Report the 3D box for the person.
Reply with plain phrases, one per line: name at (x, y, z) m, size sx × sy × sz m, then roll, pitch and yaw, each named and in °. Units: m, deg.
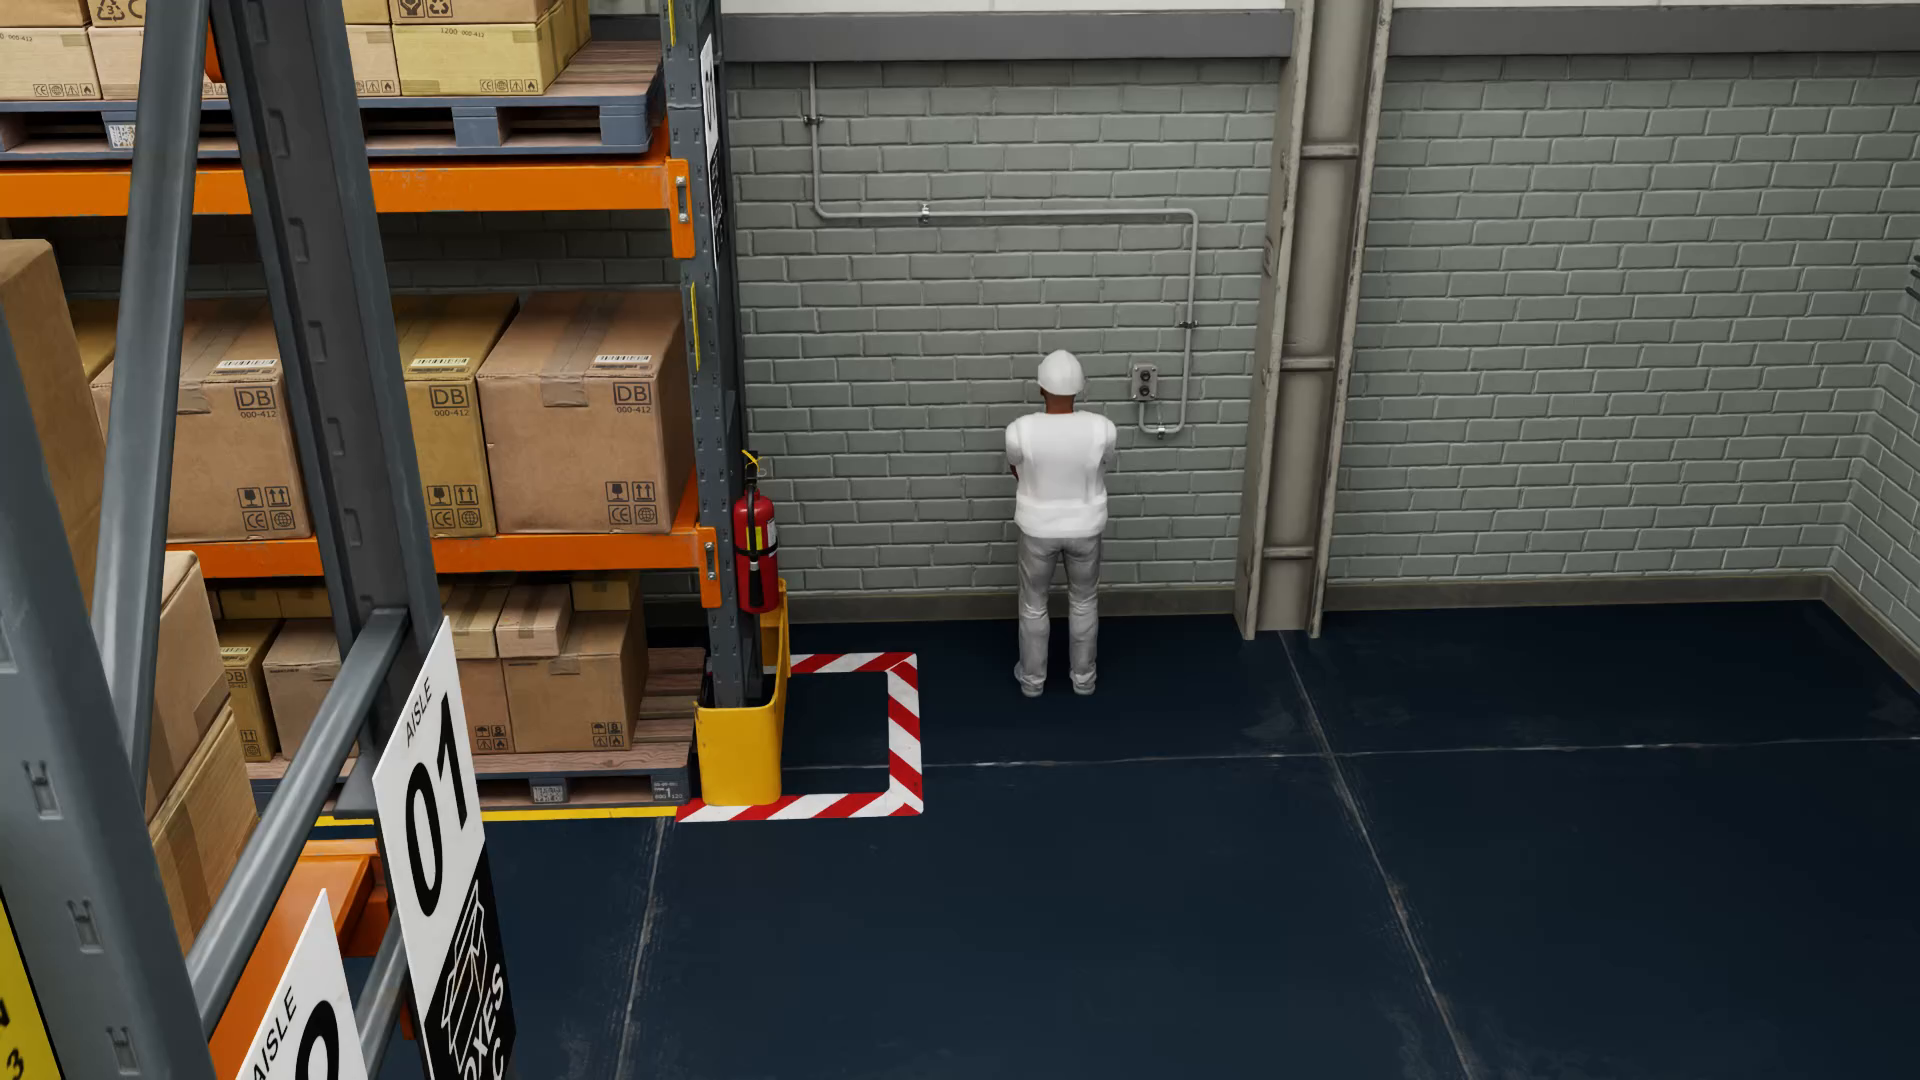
person at (0.460, -0.113, 7.817) m, size 0.484 × 1.760 × 0.586 m, roll -1°, pitch 27°, yaw -2°
